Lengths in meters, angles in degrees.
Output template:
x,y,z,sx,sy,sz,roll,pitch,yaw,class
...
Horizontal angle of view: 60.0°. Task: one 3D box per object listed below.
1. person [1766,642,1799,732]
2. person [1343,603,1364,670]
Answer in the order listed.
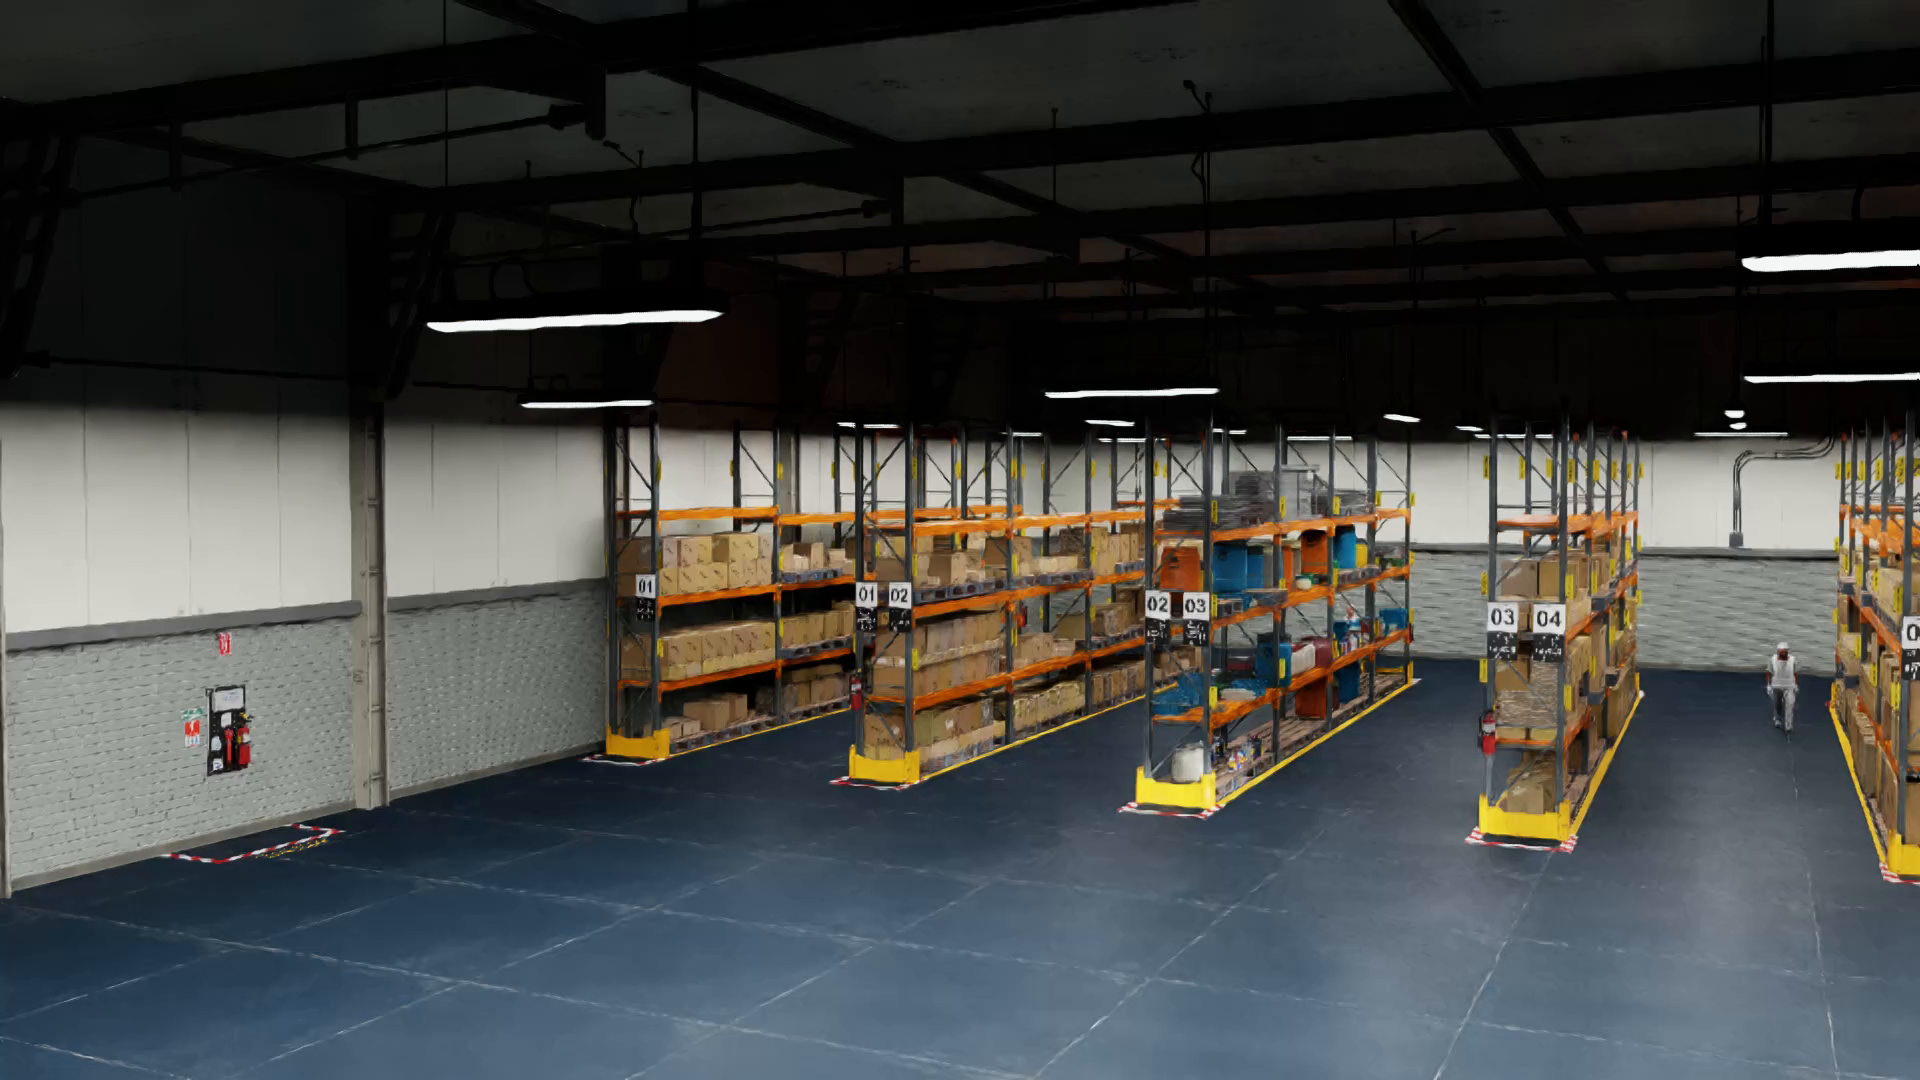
x,y,z,sx,sy,sz,roll,pitch,yaw,class
15.770,2.794,31.894,0.566,1.706,1.122,1,3,28,person
9.666,2.410,40.973,0.580,1.750,0.955,2,3,41,person
